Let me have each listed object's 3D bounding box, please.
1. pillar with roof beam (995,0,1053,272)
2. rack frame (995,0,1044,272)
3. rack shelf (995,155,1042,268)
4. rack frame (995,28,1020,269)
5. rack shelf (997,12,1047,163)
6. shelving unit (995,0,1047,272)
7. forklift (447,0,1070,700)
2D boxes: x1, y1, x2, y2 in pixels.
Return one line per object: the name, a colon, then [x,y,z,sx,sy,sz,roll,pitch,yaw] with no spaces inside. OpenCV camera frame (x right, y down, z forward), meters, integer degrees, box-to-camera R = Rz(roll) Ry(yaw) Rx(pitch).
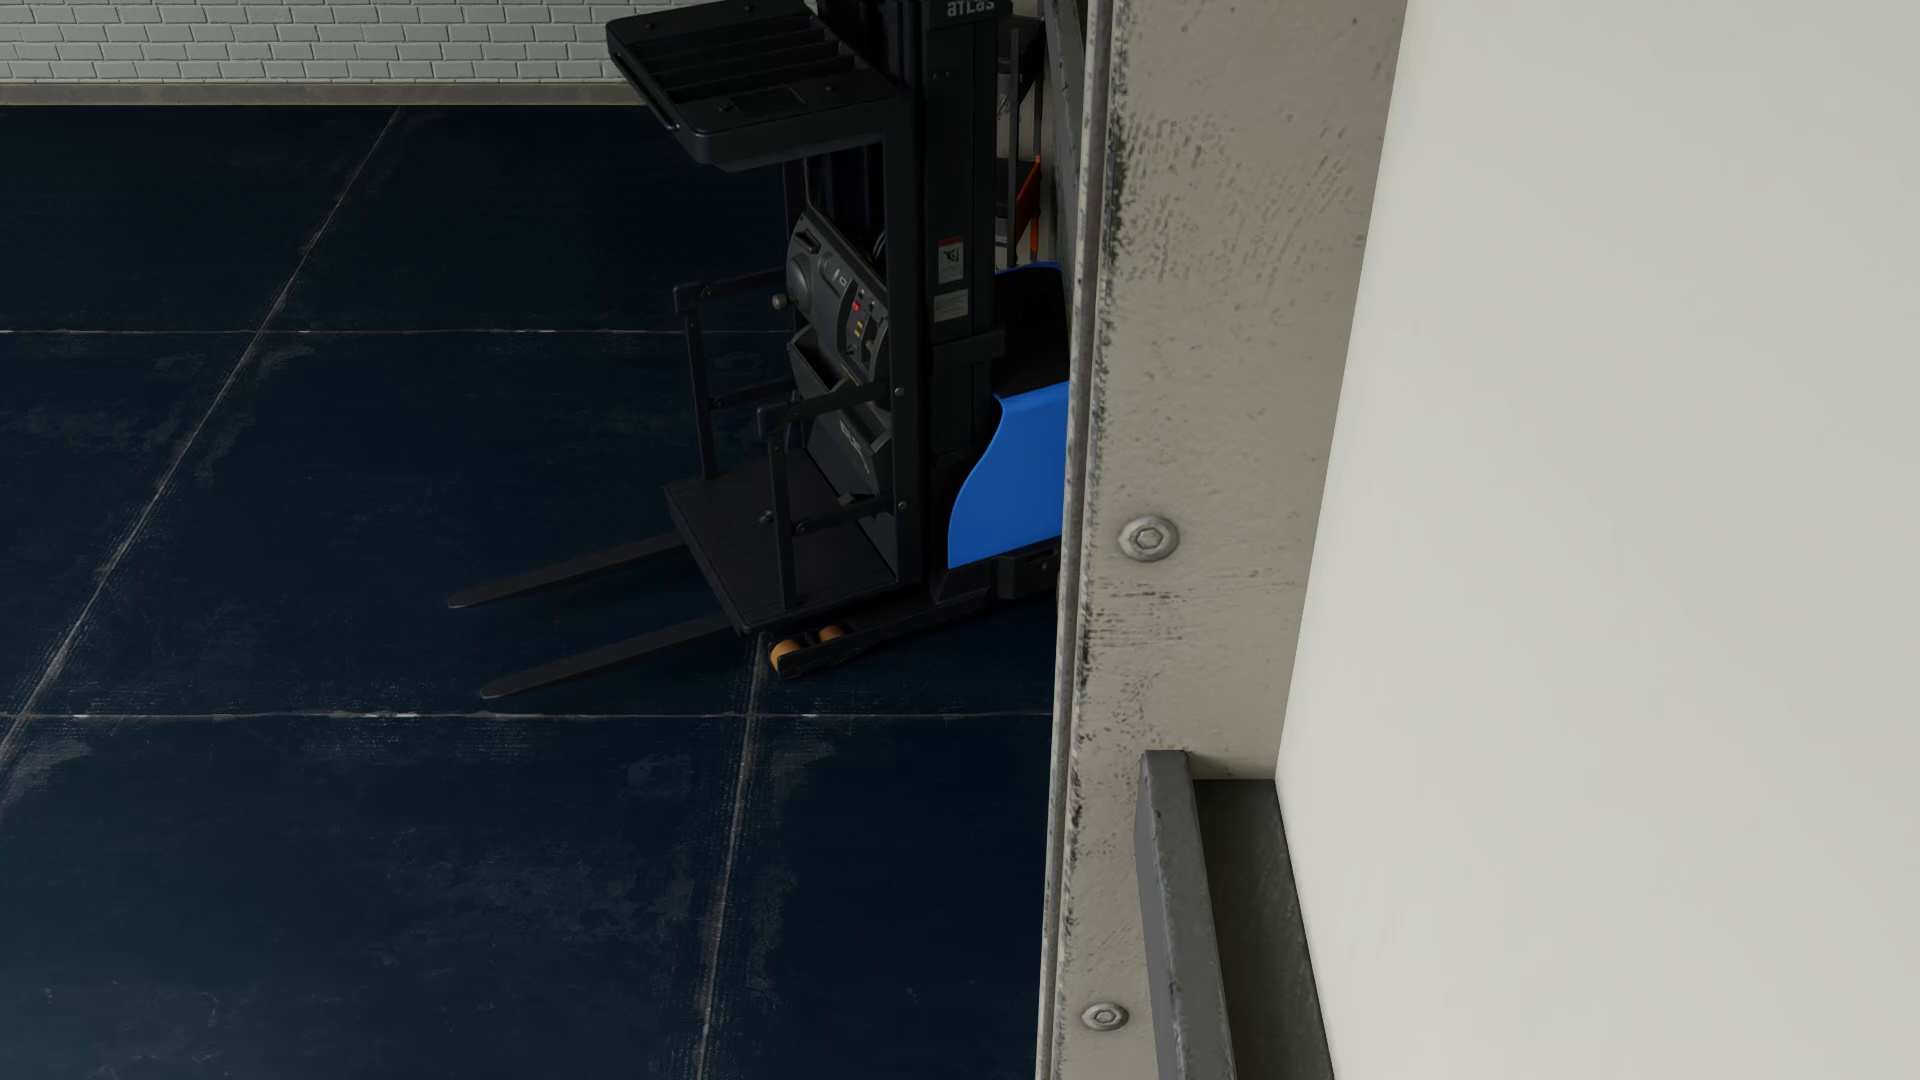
pillar with roof beam: [-3.994,-4.662,6.372,9.100,9.000,0.400,0,39,0]
rack frame: [0.193,-1.695,8.186,0.400,2.100,0.015,10,40,12]
rack shelf: [0.128,-1.537,8.011,0.431,0.518,0.480,10,40,12]
rack frame: [0.062,-1.401,7.819,0.400,2.100,0.015,10,40,12]
rack shelf: [0.128,-2.083,7.573,0.431,0.518,0.480,10,40,12]
shelving unit: [0.128,-1.548,8.002,0.431,2.100,0.503,10,40,12]
forklift: [-0.677,-0.939,6.578,3.031,2.935,1.130,-17,42,-20]
